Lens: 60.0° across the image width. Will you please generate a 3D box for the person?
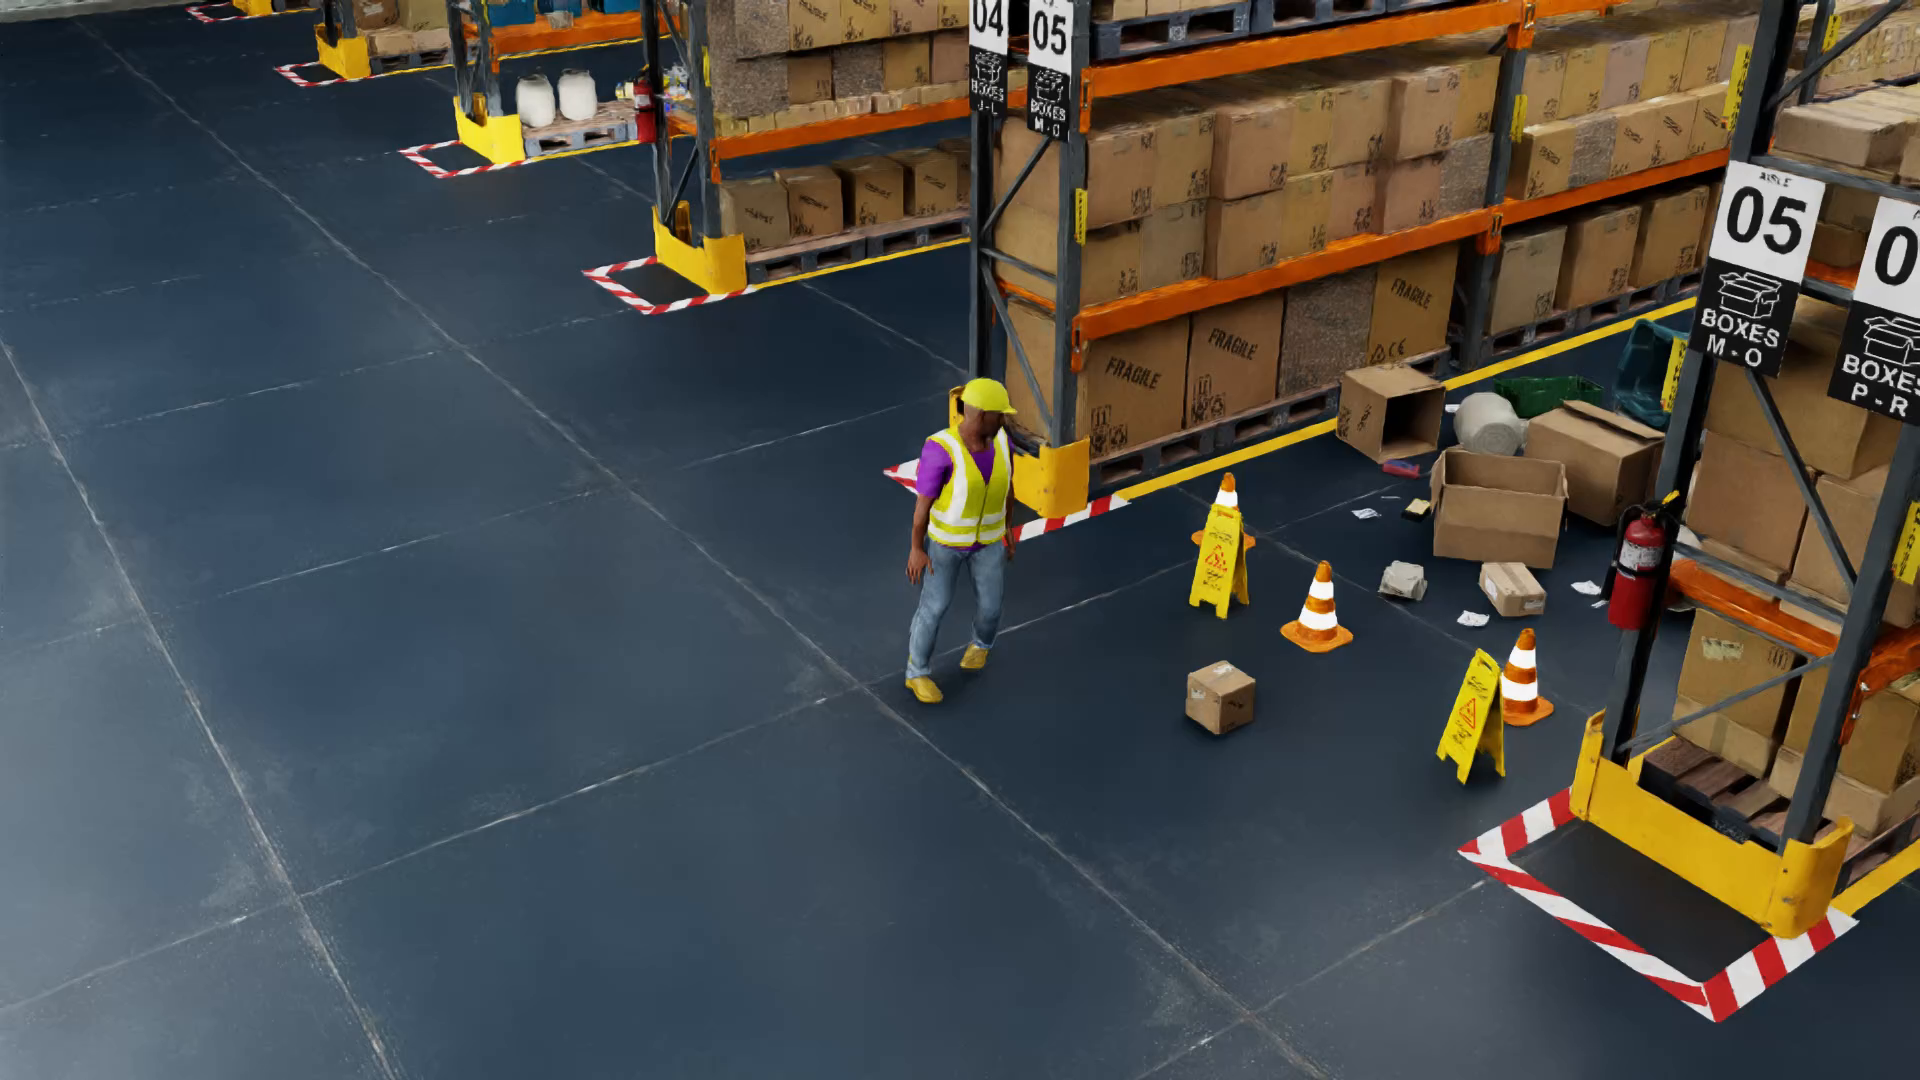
[{"bbox_3d":[0.008,-0.010,8.623,0.669,1.743,0.430,-11,30,-20],"label":"person"}]
